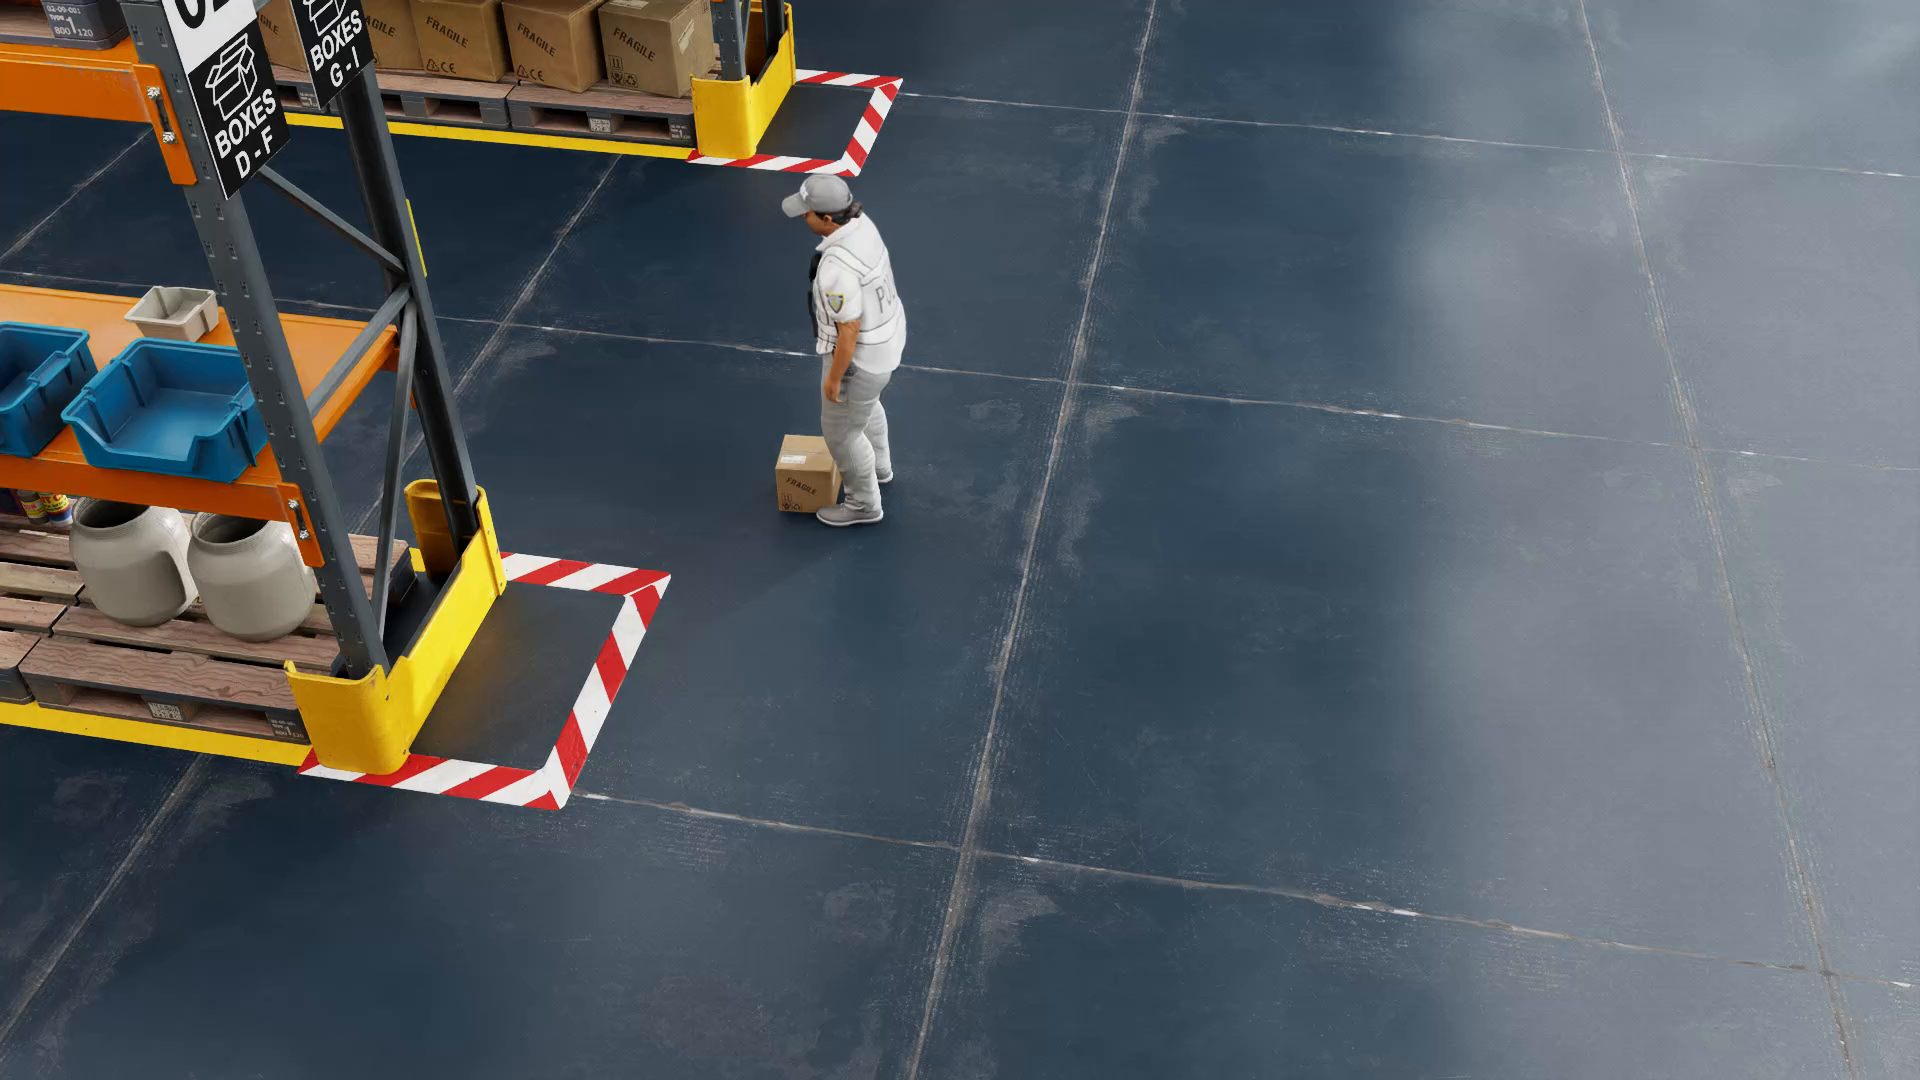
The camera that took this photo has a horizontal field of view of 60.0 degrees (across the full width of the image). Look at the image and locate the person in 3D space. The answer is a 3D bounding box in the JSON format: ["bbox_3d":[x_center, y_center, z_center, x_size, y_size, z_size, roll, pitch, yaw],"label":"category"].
[{"bbox_3d":[-0.473,-0.815,7.097,0.470,1.666,0.542,6,41,7],"label":"person"}]
